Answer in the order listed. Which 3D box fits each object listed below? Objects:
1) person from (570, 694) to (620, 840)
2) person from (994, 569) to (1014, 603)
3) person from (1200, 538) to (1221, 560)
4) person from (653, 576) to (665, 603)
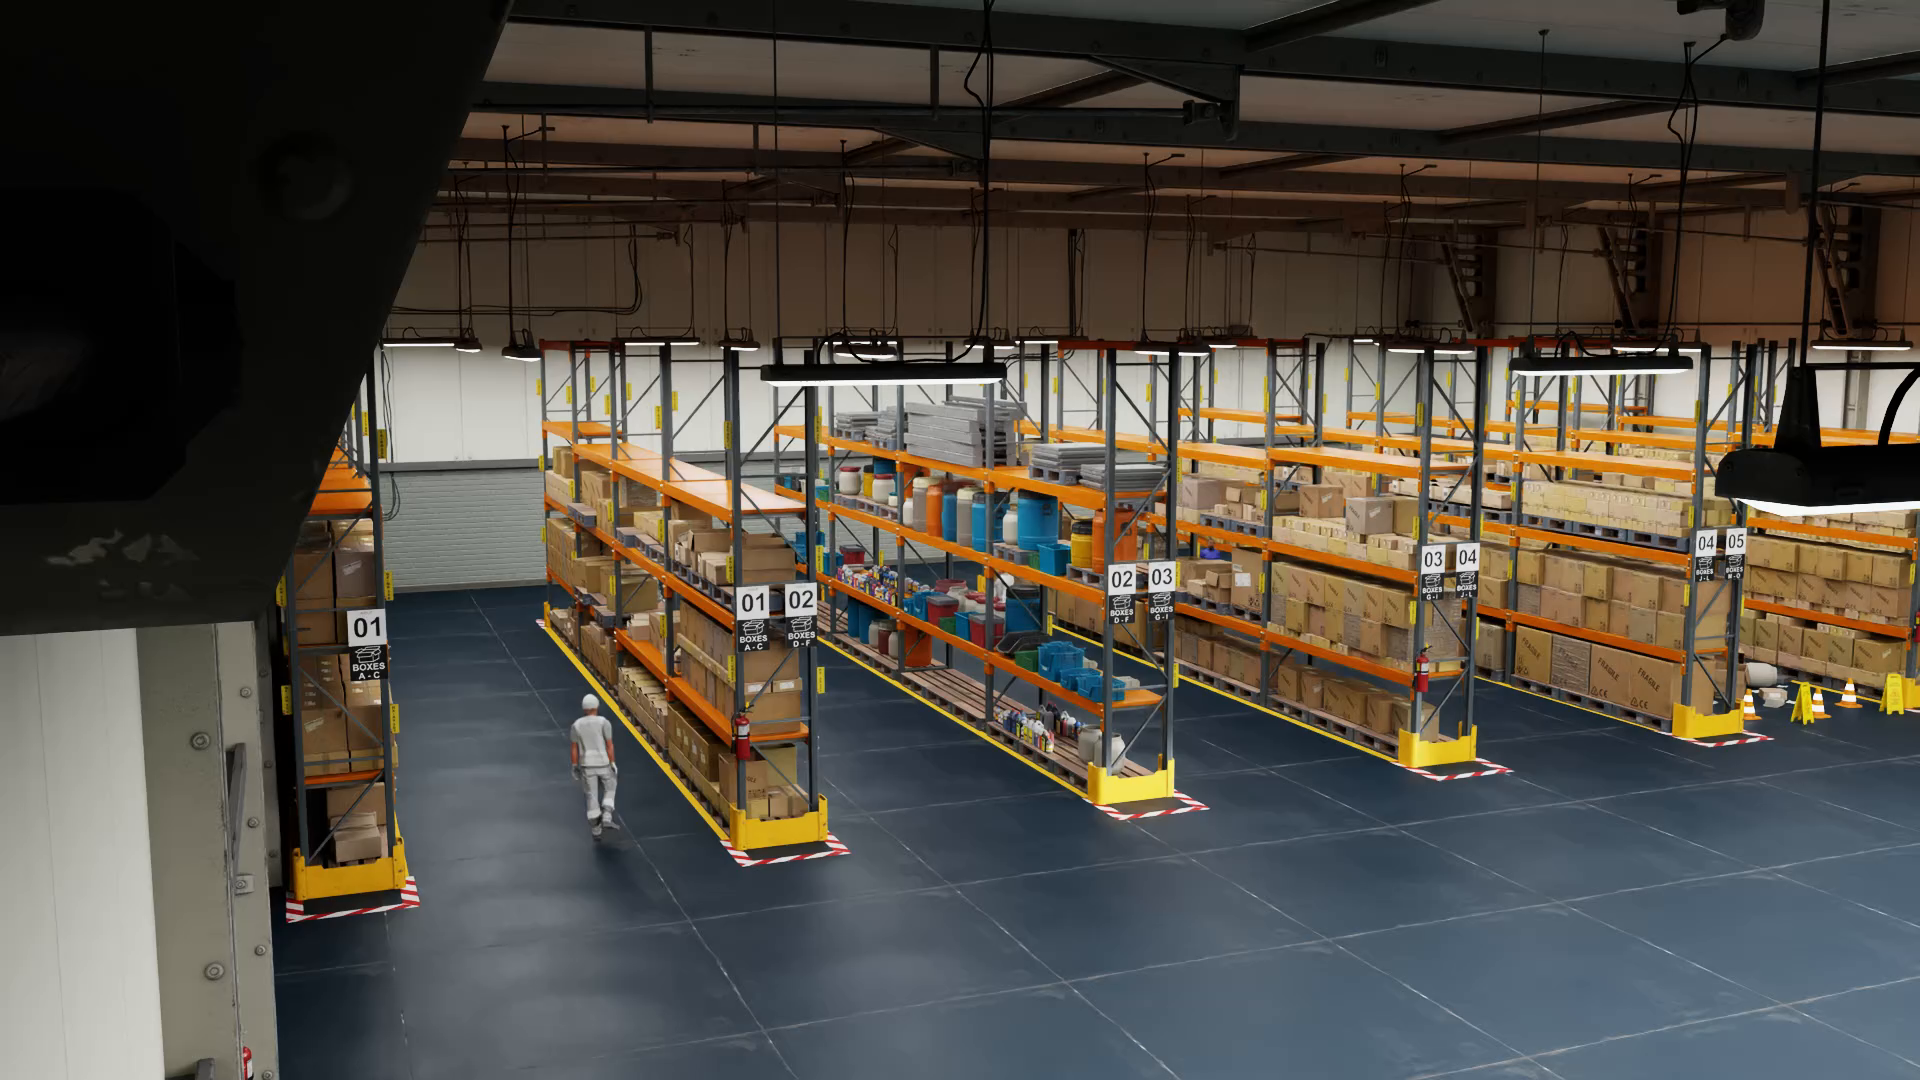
[{"bbox_3d":[-4.495,2.792,20.464,0.579,1.781,0.526,-1,8,-11],"label":"person"},{"bbox_3d":[0.839,1.273,32.220,0.397,1.788,0.569,6,9,38],"label":"person"},{"bbox_3d":[5.562,0.738,36.799,0.442,1.591,1.035,-3,8,-22],"label":"person"},{"bbox_3d":[-7.038,0.614,37.465,1.141,1.725,0.522,0,7,-3],"label":"person"}]
